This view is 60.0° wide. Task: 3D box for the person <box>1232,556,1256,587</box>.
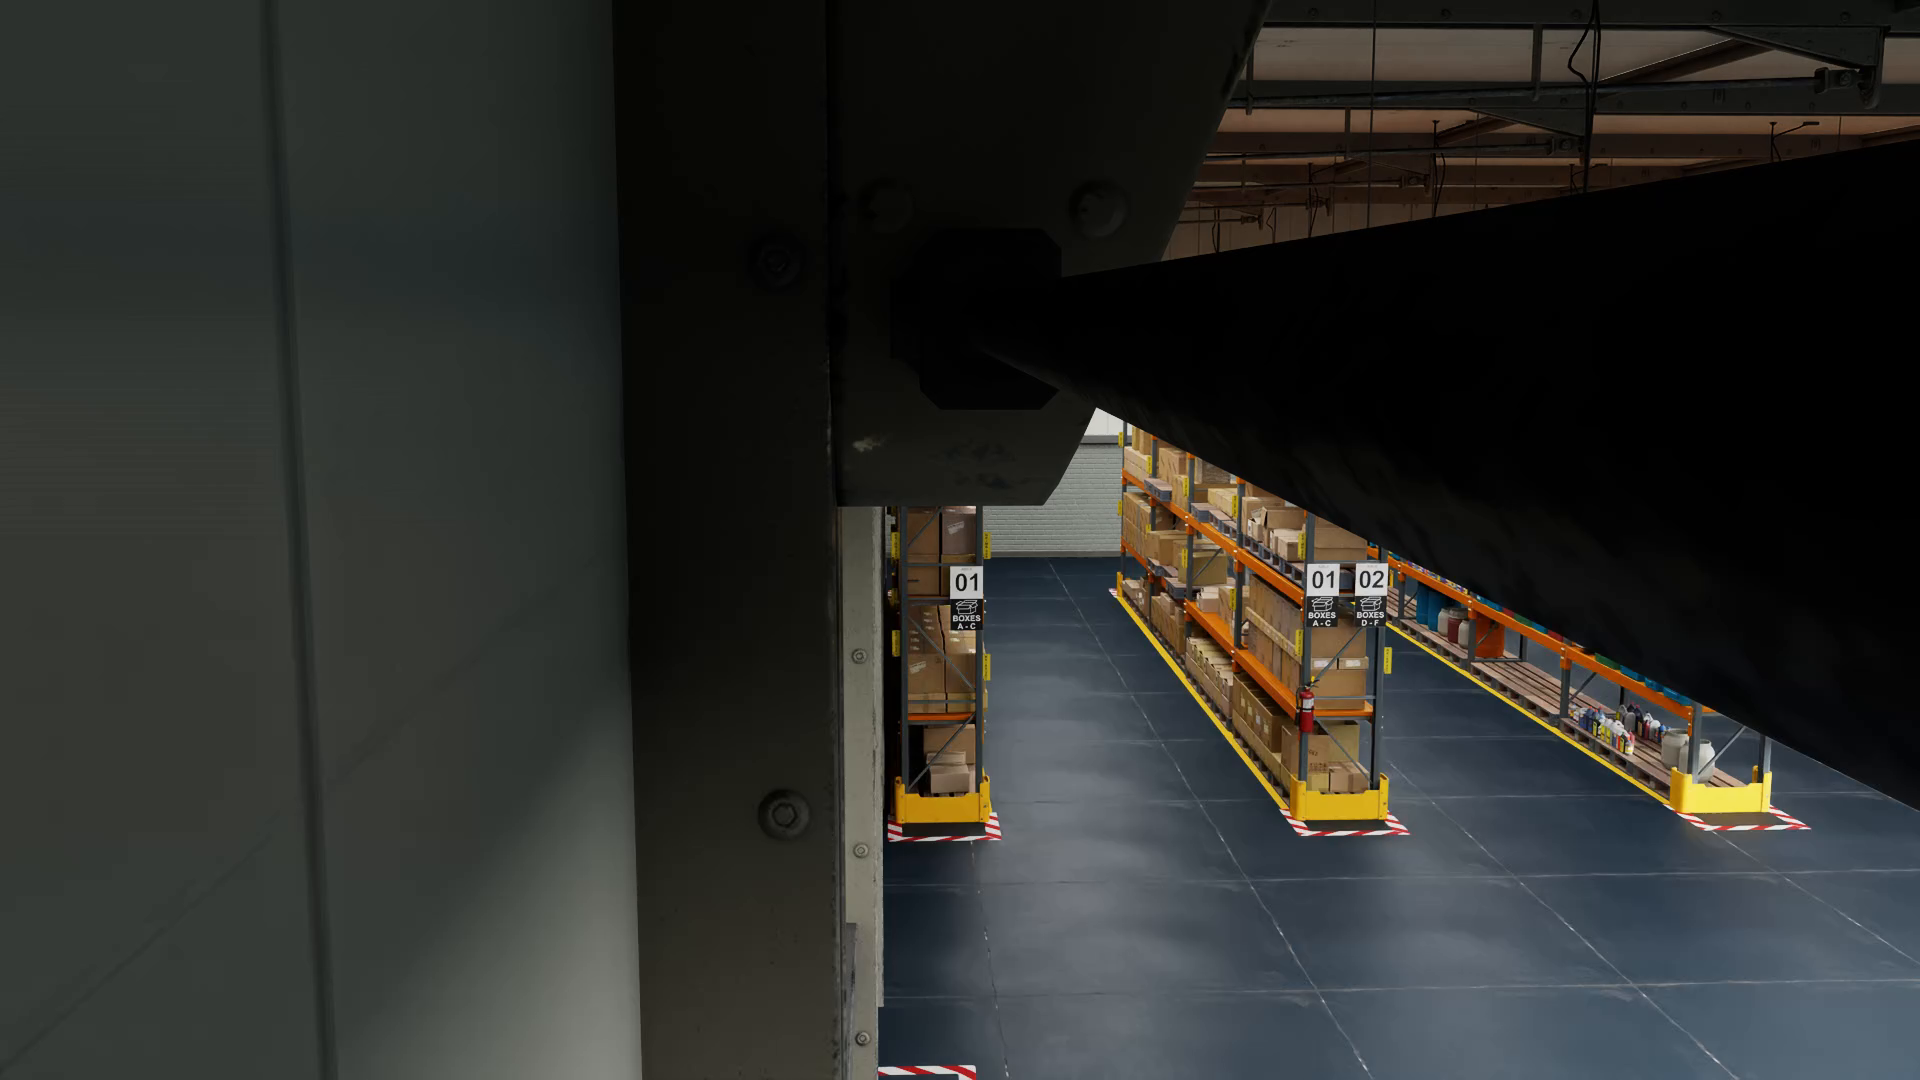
[{"bbox_3d":[5.998,0.626,34.962,0.591,1.639,0.620,-2,8,-11],"label":"person"}]
